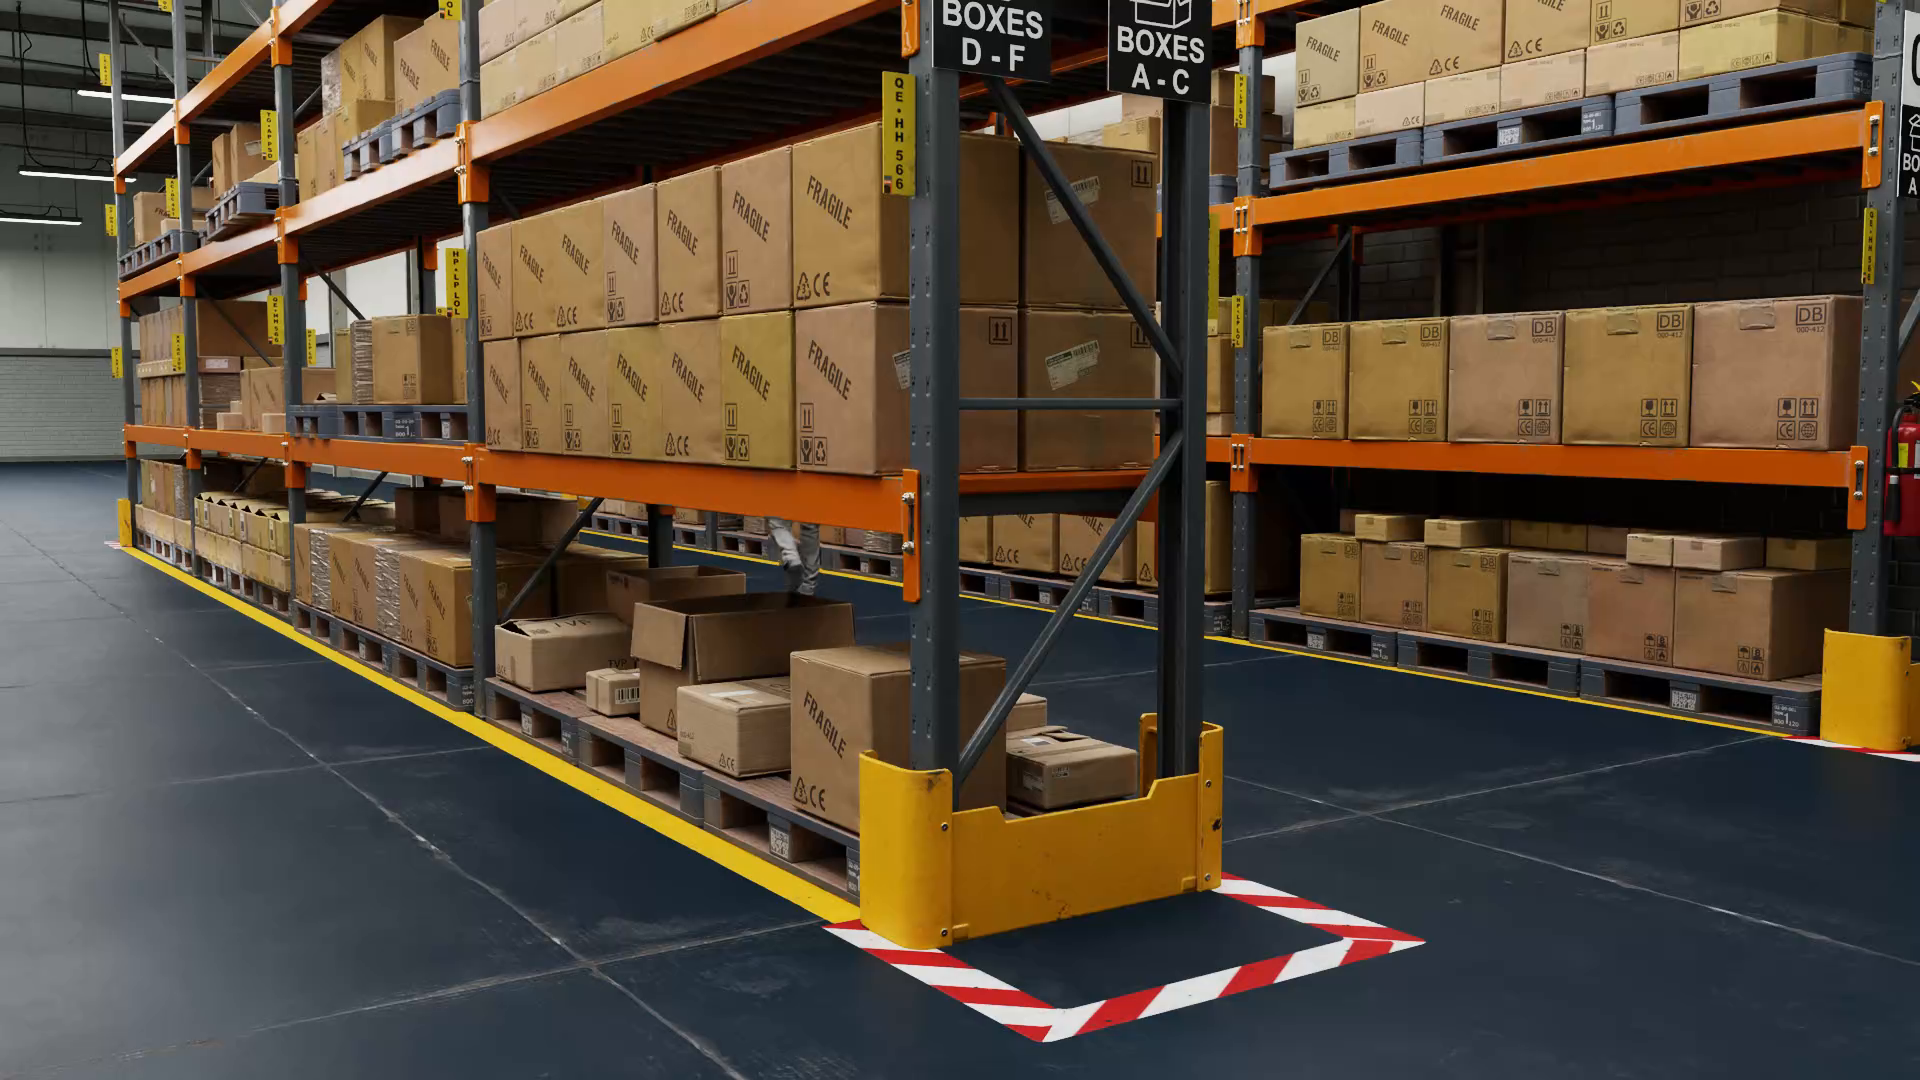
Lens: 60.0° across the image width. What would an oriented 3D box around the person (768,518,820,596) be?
[{"bbox_3d":[-1.240,-0.431,12.856,0.550,1.769,0.753,-1,5,-16],"label":"person"}]
